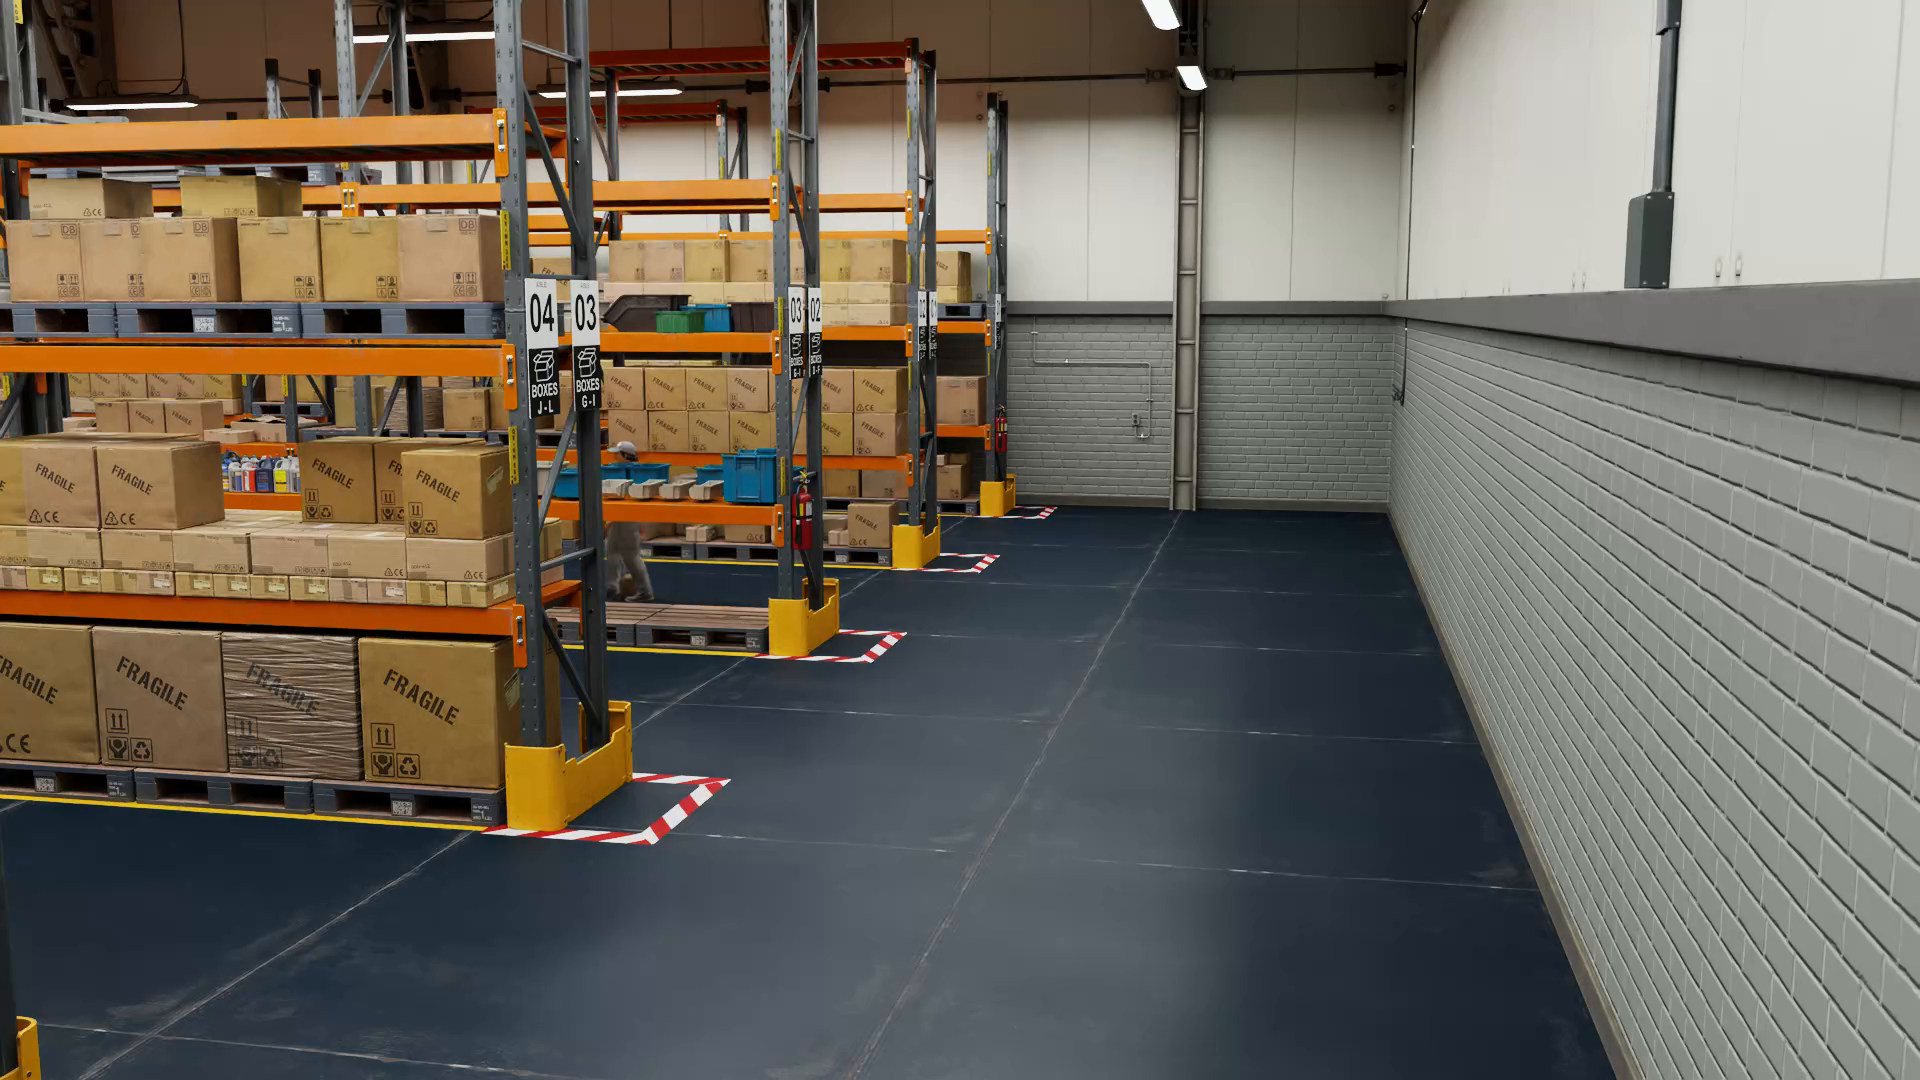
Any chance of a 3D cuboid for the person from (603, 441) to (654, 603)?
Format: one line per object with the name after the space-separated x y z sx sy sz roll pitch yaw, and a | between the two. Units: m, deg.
-3.450 -0.146 16.954 0.654 1.720 0.496 1 8 5 | person
